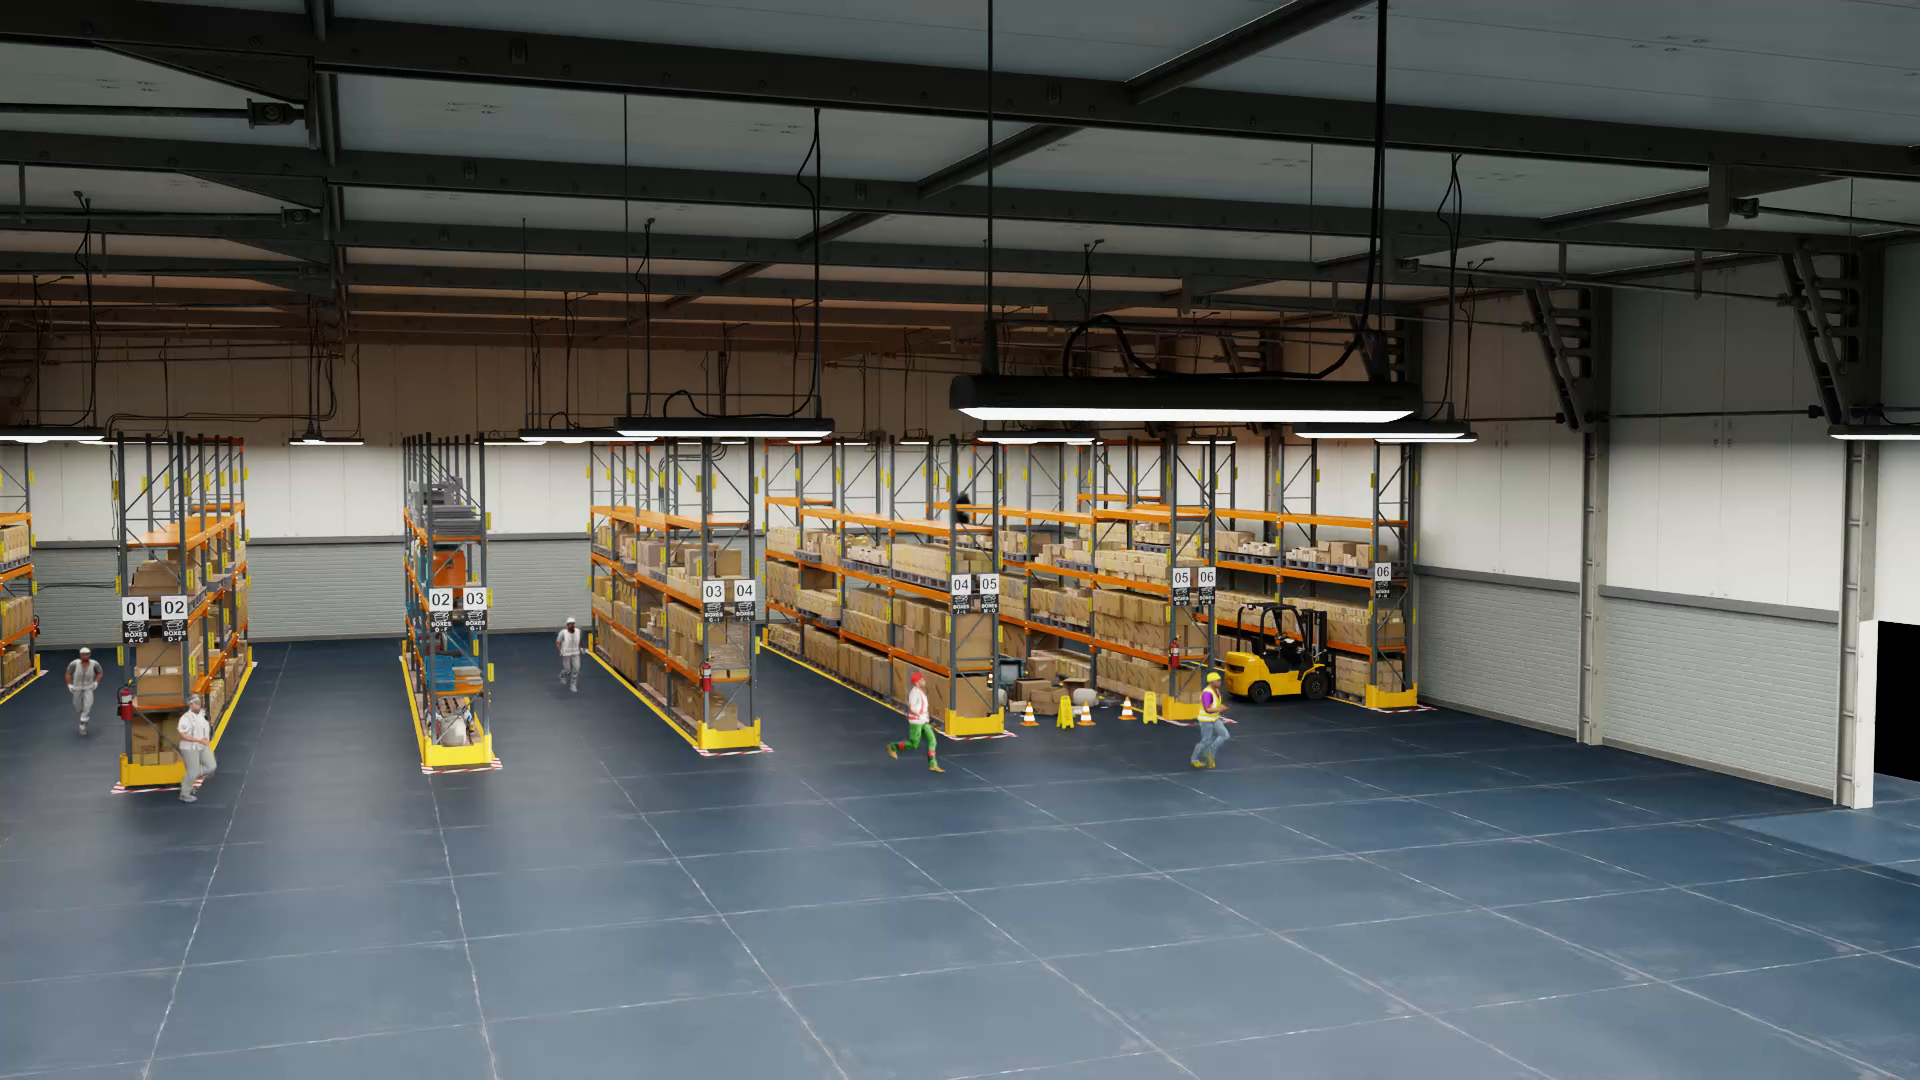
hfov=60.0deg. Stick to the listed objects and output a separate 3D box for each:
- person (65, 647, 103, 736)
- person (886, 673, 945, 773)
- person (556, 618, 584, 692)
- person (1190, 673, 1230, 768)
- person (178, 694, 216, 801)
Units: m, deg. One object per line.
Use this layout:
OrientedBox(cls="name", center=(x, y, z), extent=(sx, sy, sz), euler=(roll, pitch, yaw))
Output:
OrientedBox(cls="person", center=(-17.599, 3.016, 33.432), extent=(0.662, 1.759, 0.895), euler=(-2, 3, -25))
OrientedBox(cls="person", center=(-0.777, 3.233, 29.409), extent=(1.060, 1.769, 0.634), euler=(1, 3, 18))
OrientedBox(cls="person", center=(-9.181, 2.685, 39.150), extent=(0.673, 1.742, 0.785), euler=(-2, 4, -31))
OrientedBox(cls="person", center=(4.454, 3.202, 29.501), extent=(0.783, 1.717, 0.737), euler=(2, 4, 30))
OrientedBox(cls="person", center=(-12.344, 3.354, 26.974), extent=(0.661, 1.738, 0.695), euler=(1, 3, 18))
